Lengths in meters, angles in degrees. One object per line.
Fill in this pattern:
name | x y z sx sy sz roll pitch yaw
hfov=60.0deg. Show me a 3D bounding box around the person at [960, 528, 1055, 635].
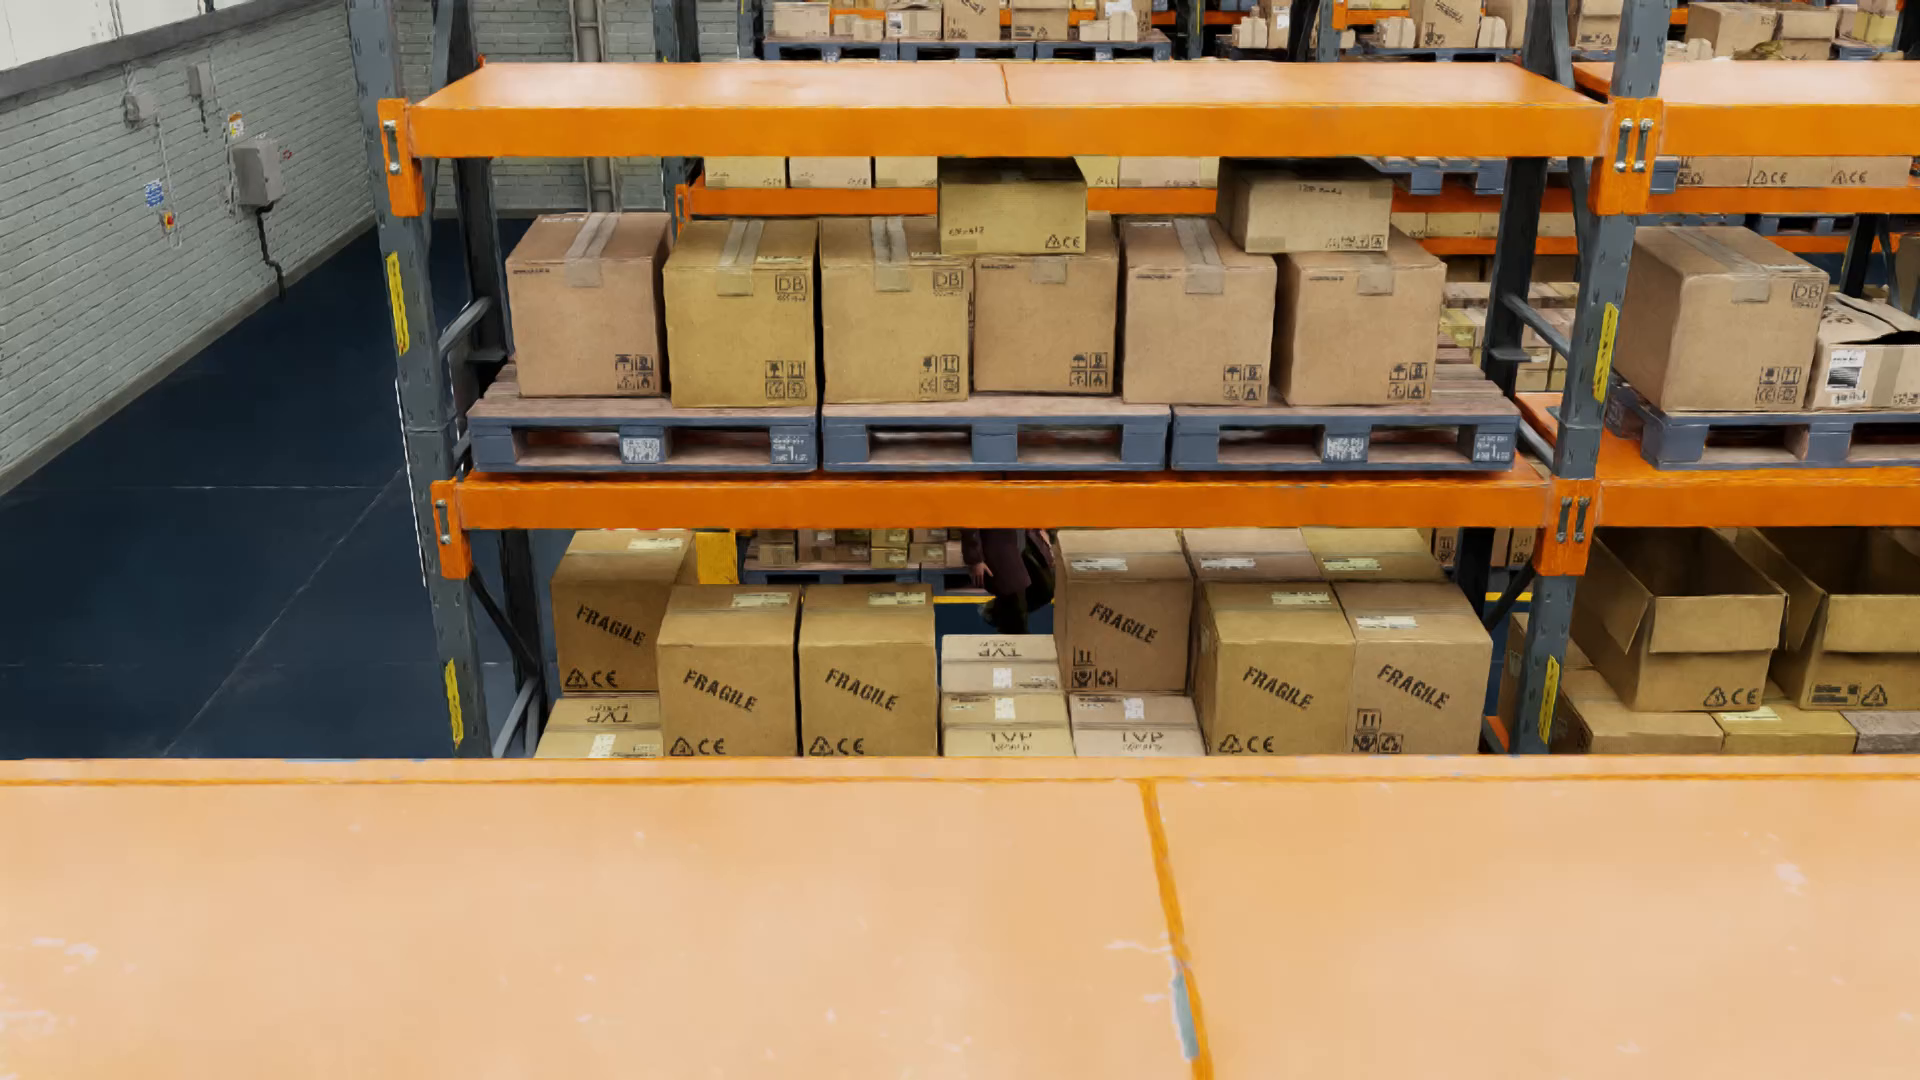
person | 0.278 0.044 10.039 0.600 1.761 0.651 15 28 31
